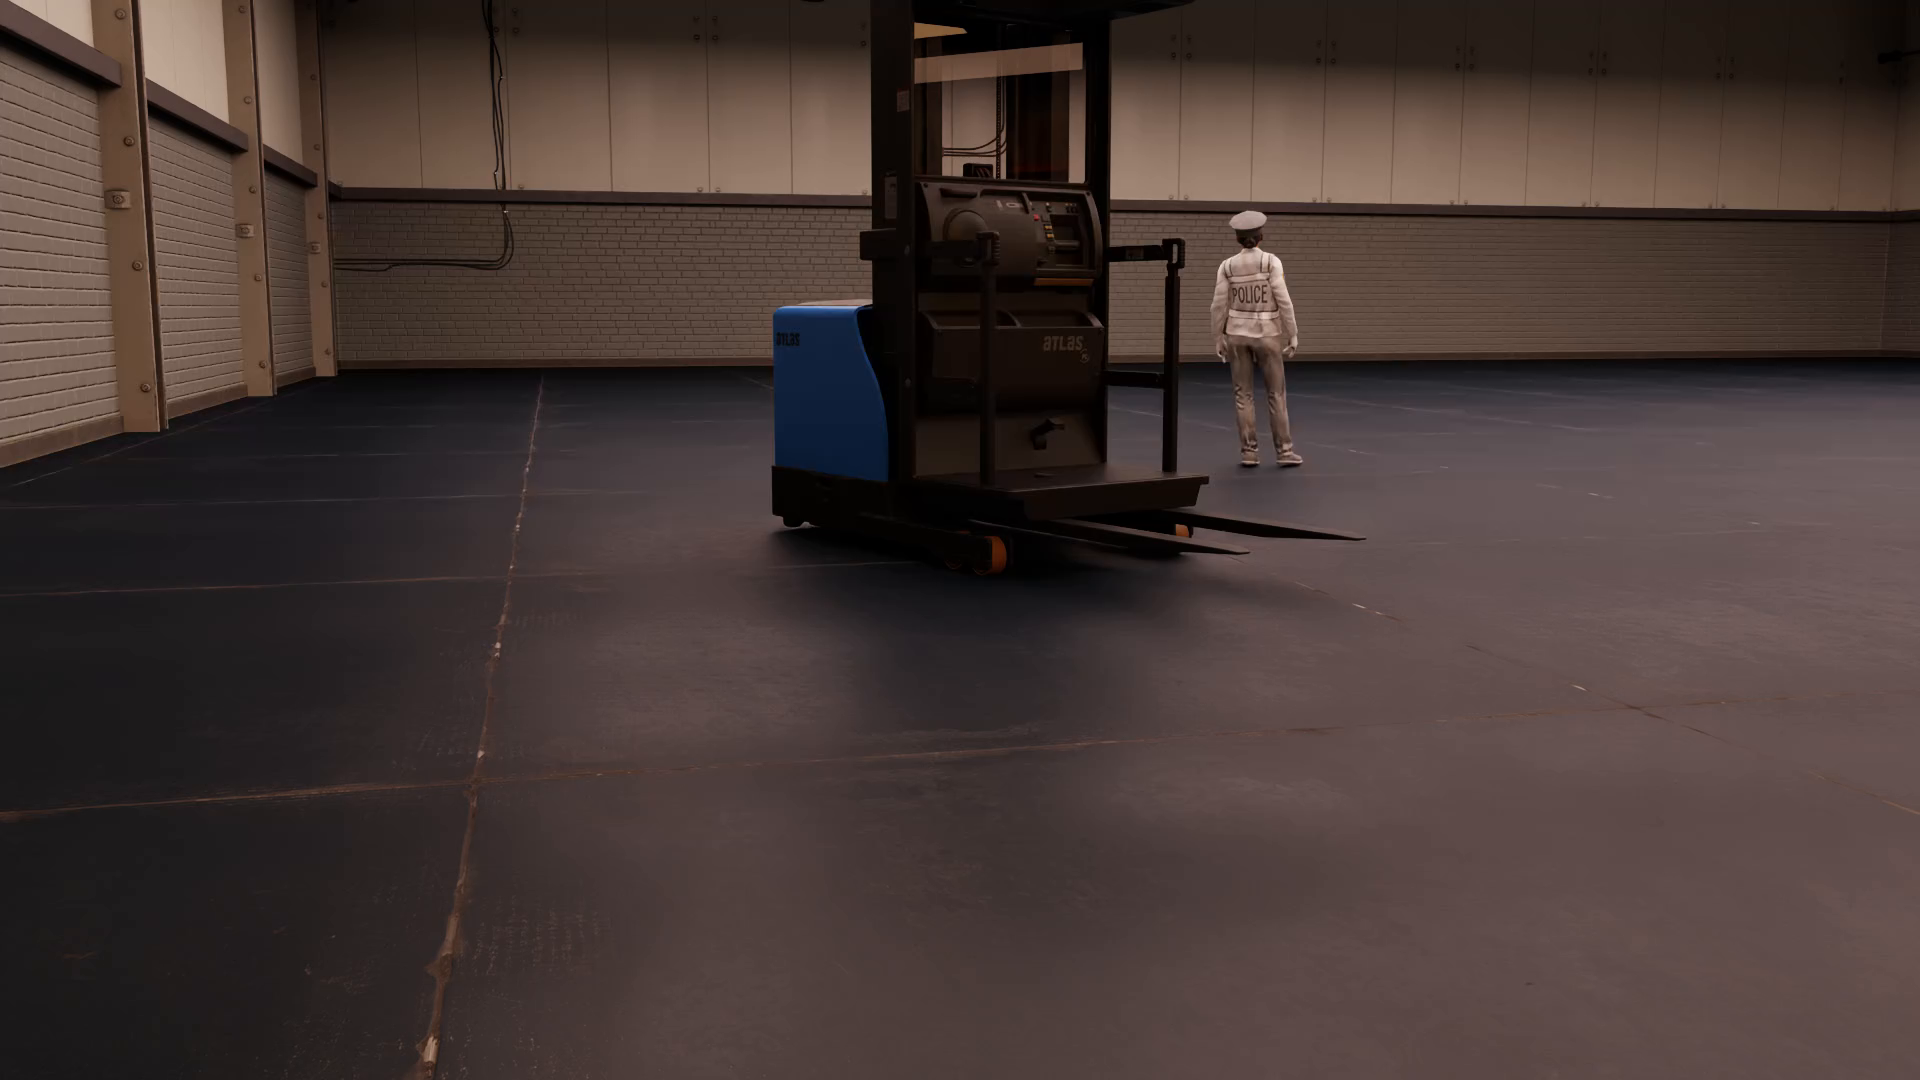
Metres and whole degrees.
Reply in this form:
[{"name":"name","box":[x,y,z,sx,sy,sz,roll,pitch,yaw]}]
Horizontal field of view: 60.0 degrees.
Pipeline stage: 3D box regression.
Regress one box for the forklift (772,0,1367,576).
[{"name":"forklift","box":[0.355,-1.383,7.015,1.130,2.935,3.031,-6,10,-35]}]

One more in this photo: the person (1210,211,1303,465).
[{"name":"person","box":[1.991,-1.348,11.167,0.586,1.695,0.533,4,9,24]}]
